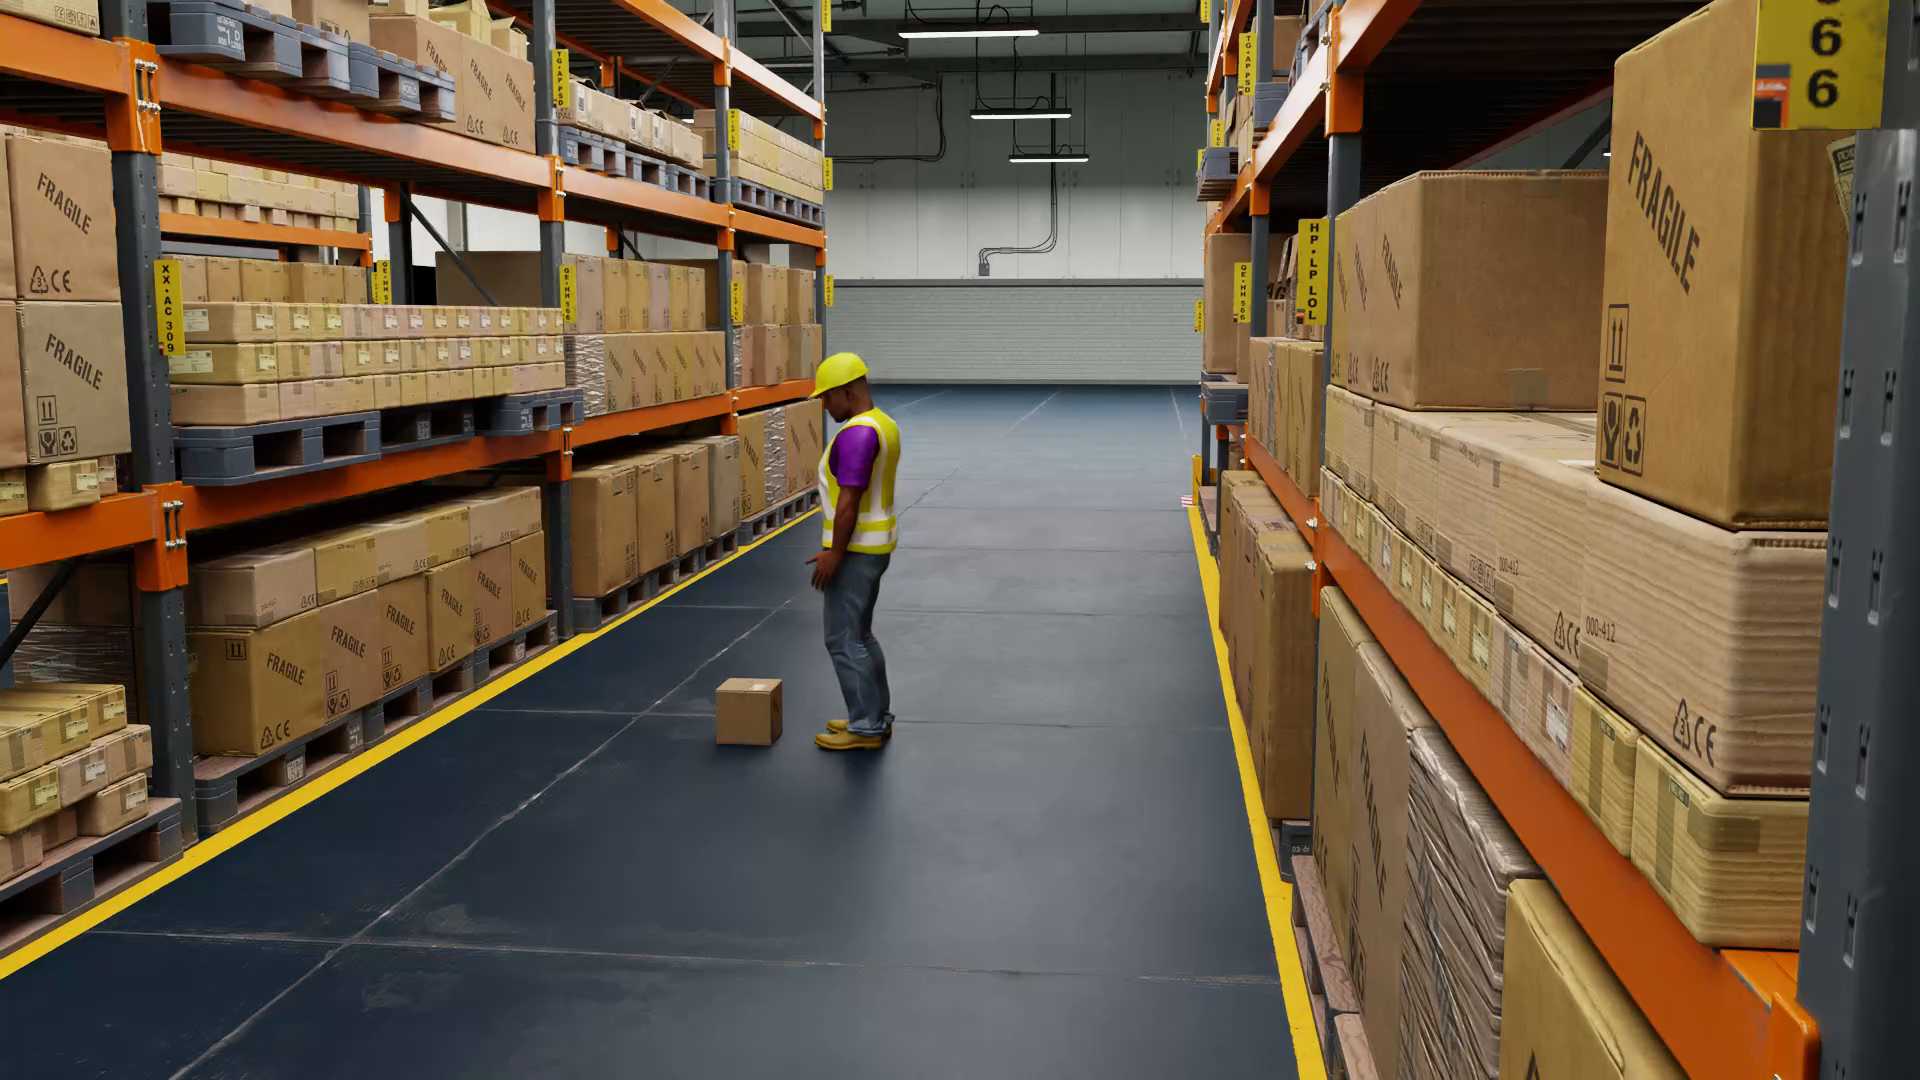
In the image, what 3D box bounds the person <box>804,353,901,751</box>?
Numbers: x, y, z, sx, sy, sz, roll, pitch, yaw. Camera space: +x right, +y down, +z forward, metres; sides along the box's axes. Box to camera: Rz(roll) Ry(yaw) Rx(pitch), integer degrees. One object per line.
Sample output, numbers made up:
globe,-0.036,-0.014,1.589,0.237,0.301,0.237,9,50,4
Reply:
person,-0.473,0.047,7.397,0.384,1.751,0.573,1,8,8
